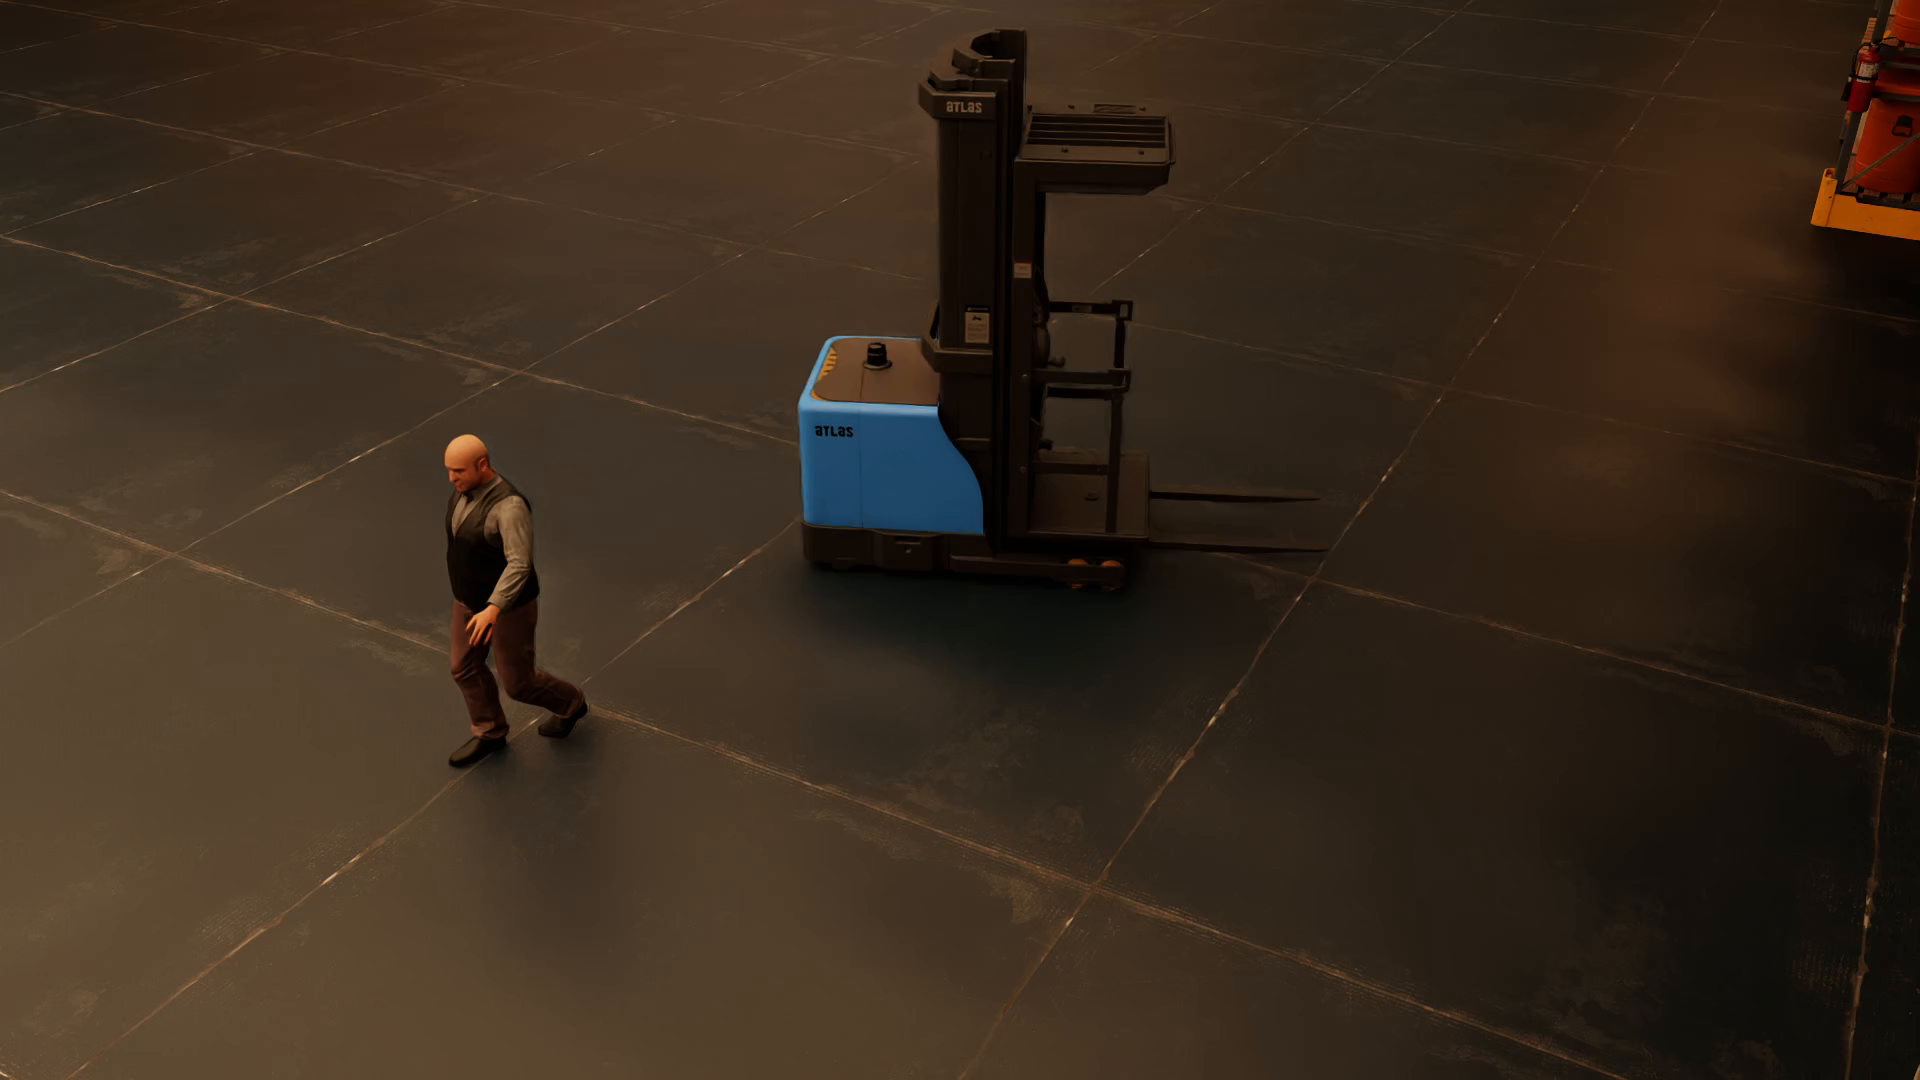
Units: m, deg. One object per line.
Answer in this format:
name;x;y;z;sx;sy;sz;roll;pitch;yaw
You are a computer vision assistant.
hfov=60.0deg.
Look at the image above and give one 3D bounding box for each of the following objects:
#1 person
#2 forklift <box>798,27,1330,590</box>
person;-2.212;0.277;7.831;0.878;1.702;0.702;25;38;36
forklift;0.634;-1.264;9.261;3.031;2.935;1.130;3;30;5
